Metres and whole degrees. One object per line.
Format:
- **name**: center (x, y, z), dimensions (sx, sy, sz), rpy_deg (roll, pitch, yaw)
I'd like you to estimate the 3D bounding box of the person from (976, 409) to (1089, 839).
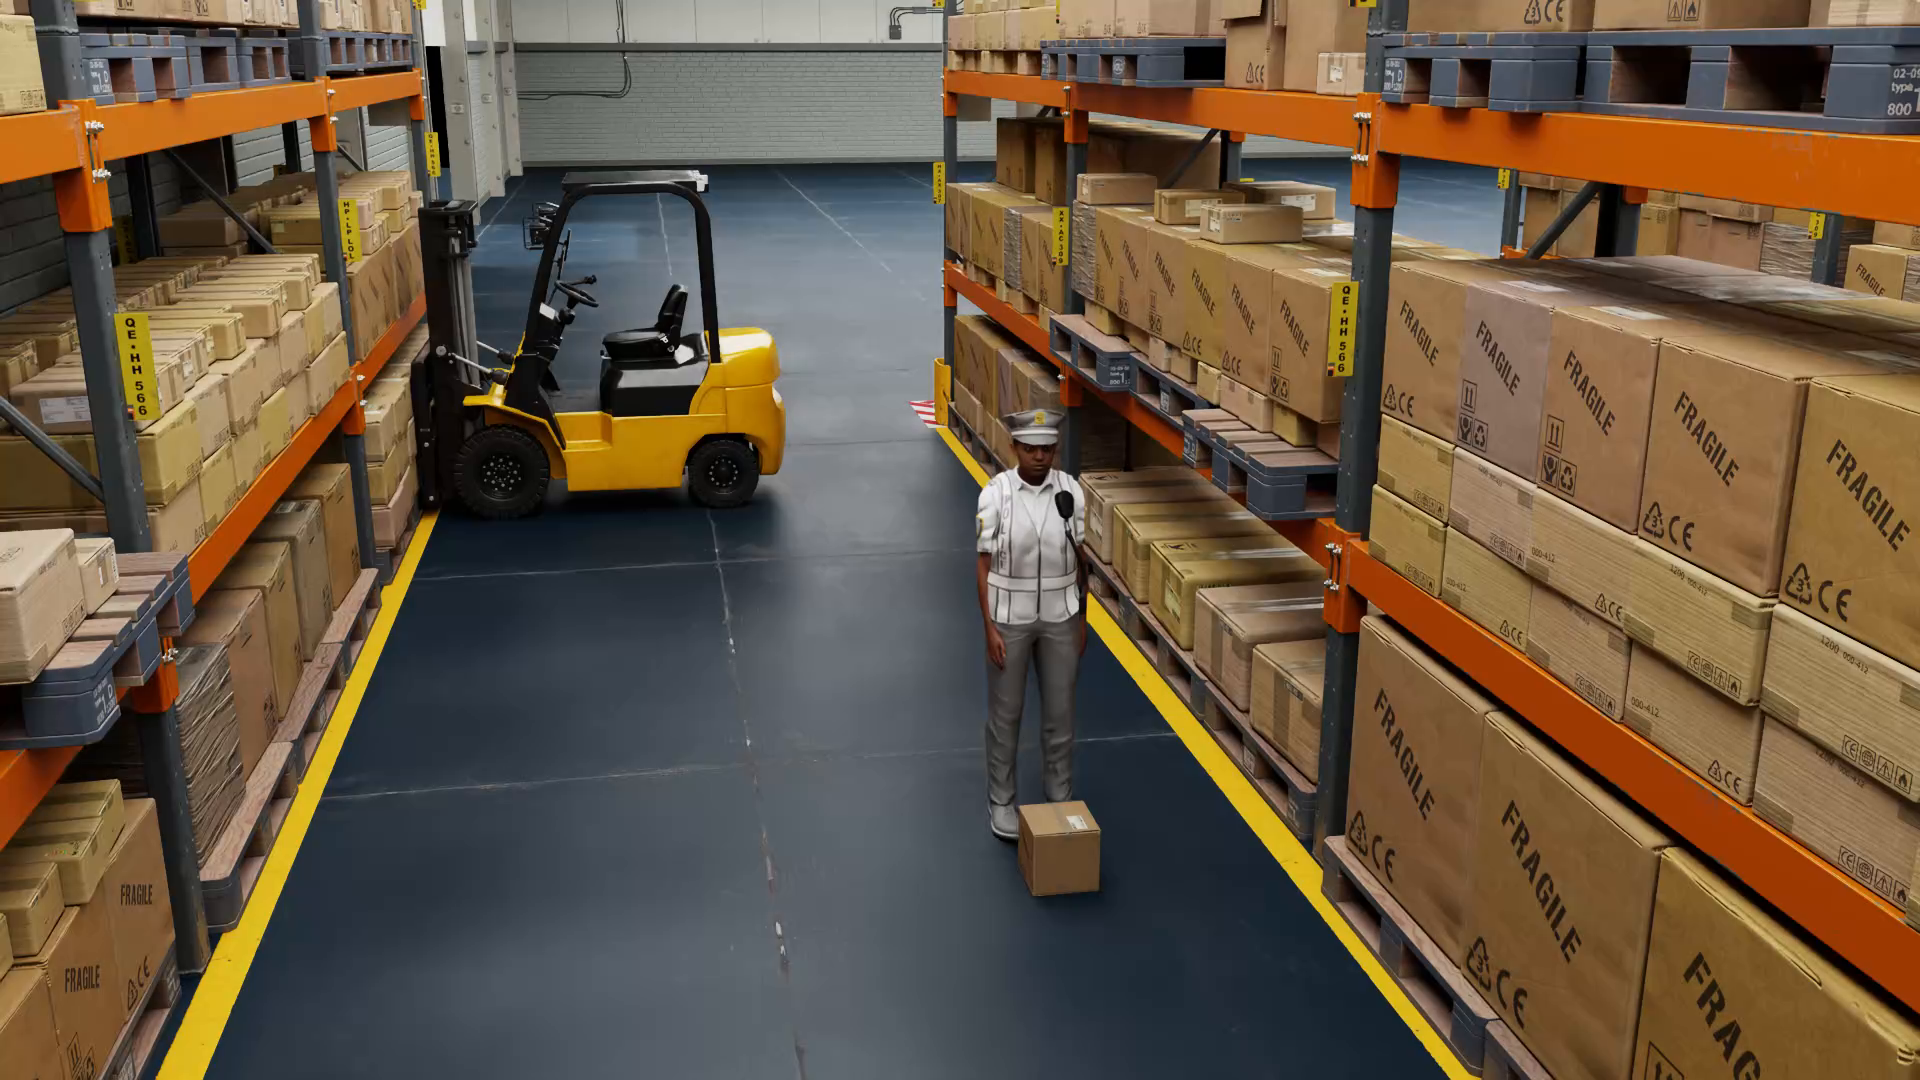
- **person**: center (0.285, 0.317, 6.410), dimensions (0.445, 1.700, 0.348), rpy_deg (-3, 17, -10)
